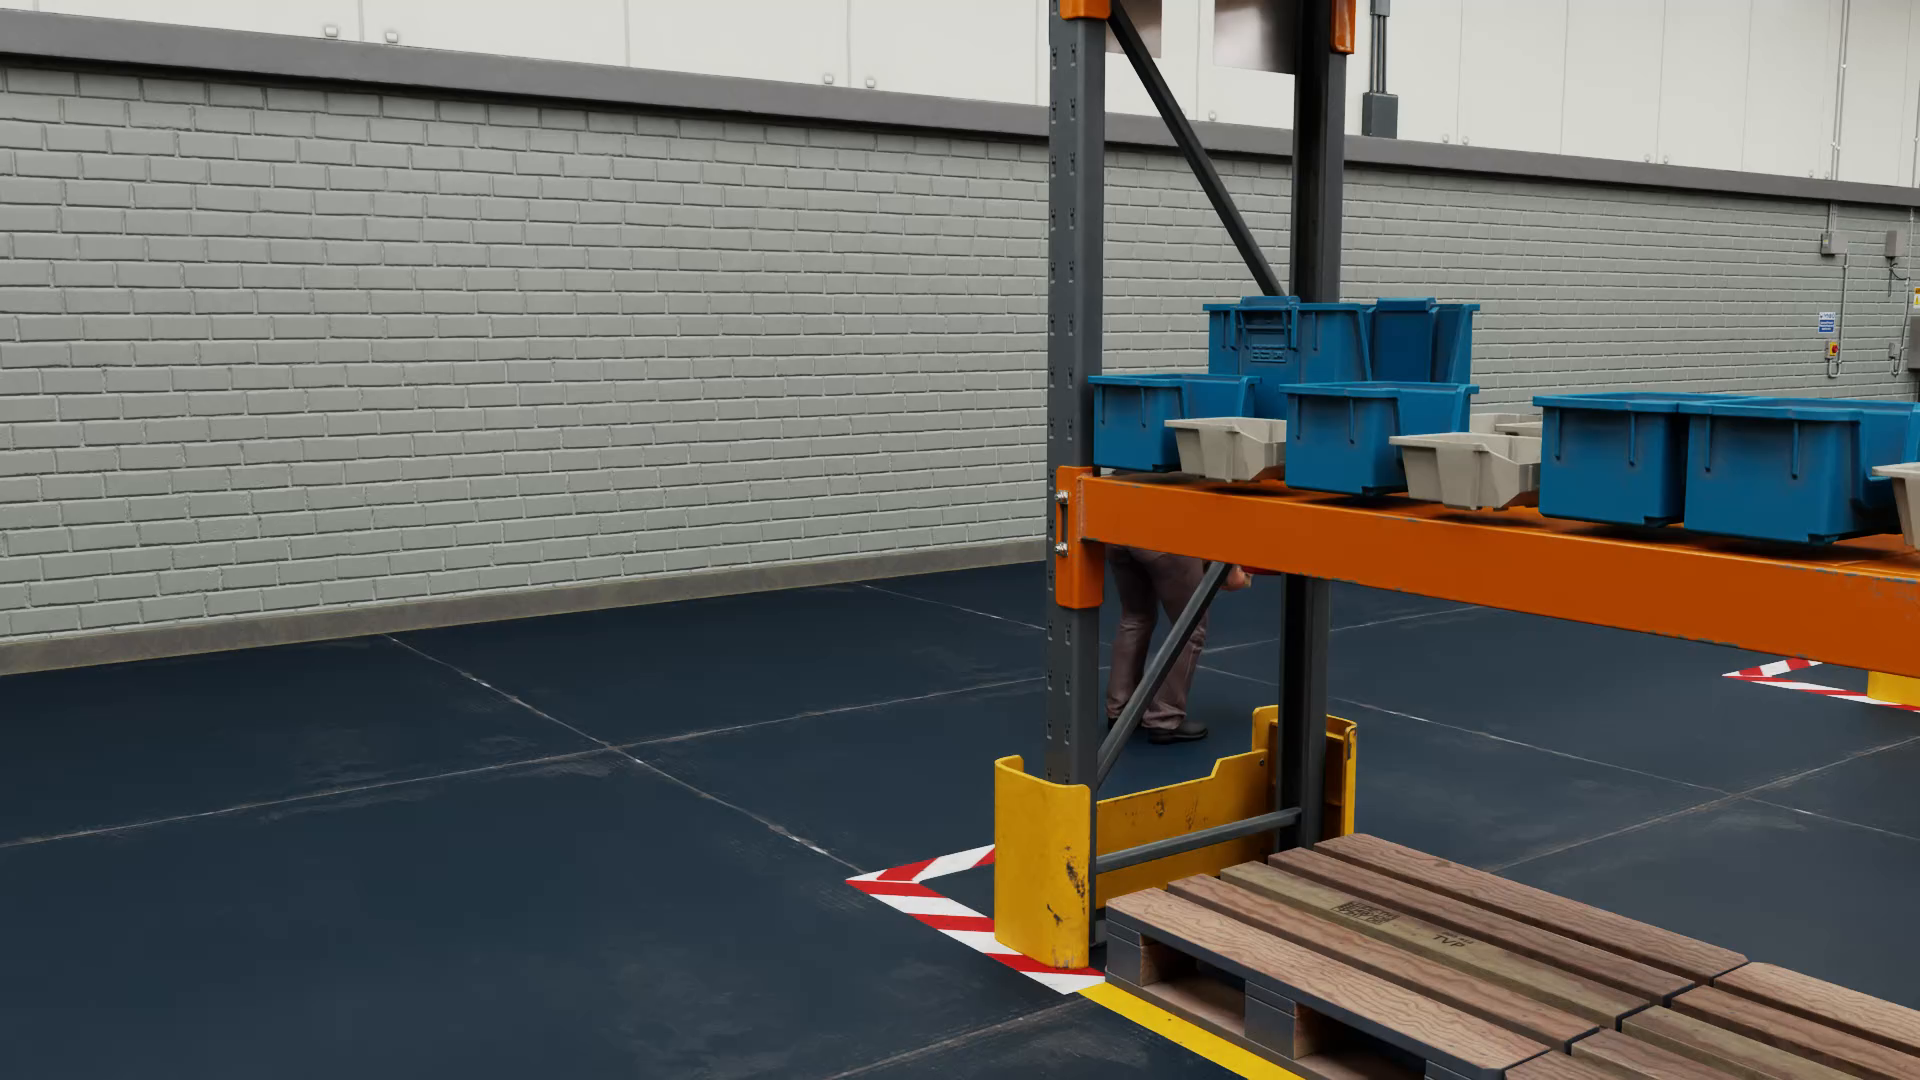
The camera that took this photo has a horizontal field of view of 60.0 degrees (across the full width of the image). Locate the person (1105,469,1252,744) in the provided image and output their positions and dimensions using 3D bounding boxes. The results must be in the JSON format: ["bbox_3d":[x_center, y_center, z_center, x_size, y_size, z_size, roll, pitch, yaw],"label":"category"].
[{"bbox_3d":[0.931,0.051,6.910,0.799,1.487,0.466,-6,10,-37],"label":"person"}]
